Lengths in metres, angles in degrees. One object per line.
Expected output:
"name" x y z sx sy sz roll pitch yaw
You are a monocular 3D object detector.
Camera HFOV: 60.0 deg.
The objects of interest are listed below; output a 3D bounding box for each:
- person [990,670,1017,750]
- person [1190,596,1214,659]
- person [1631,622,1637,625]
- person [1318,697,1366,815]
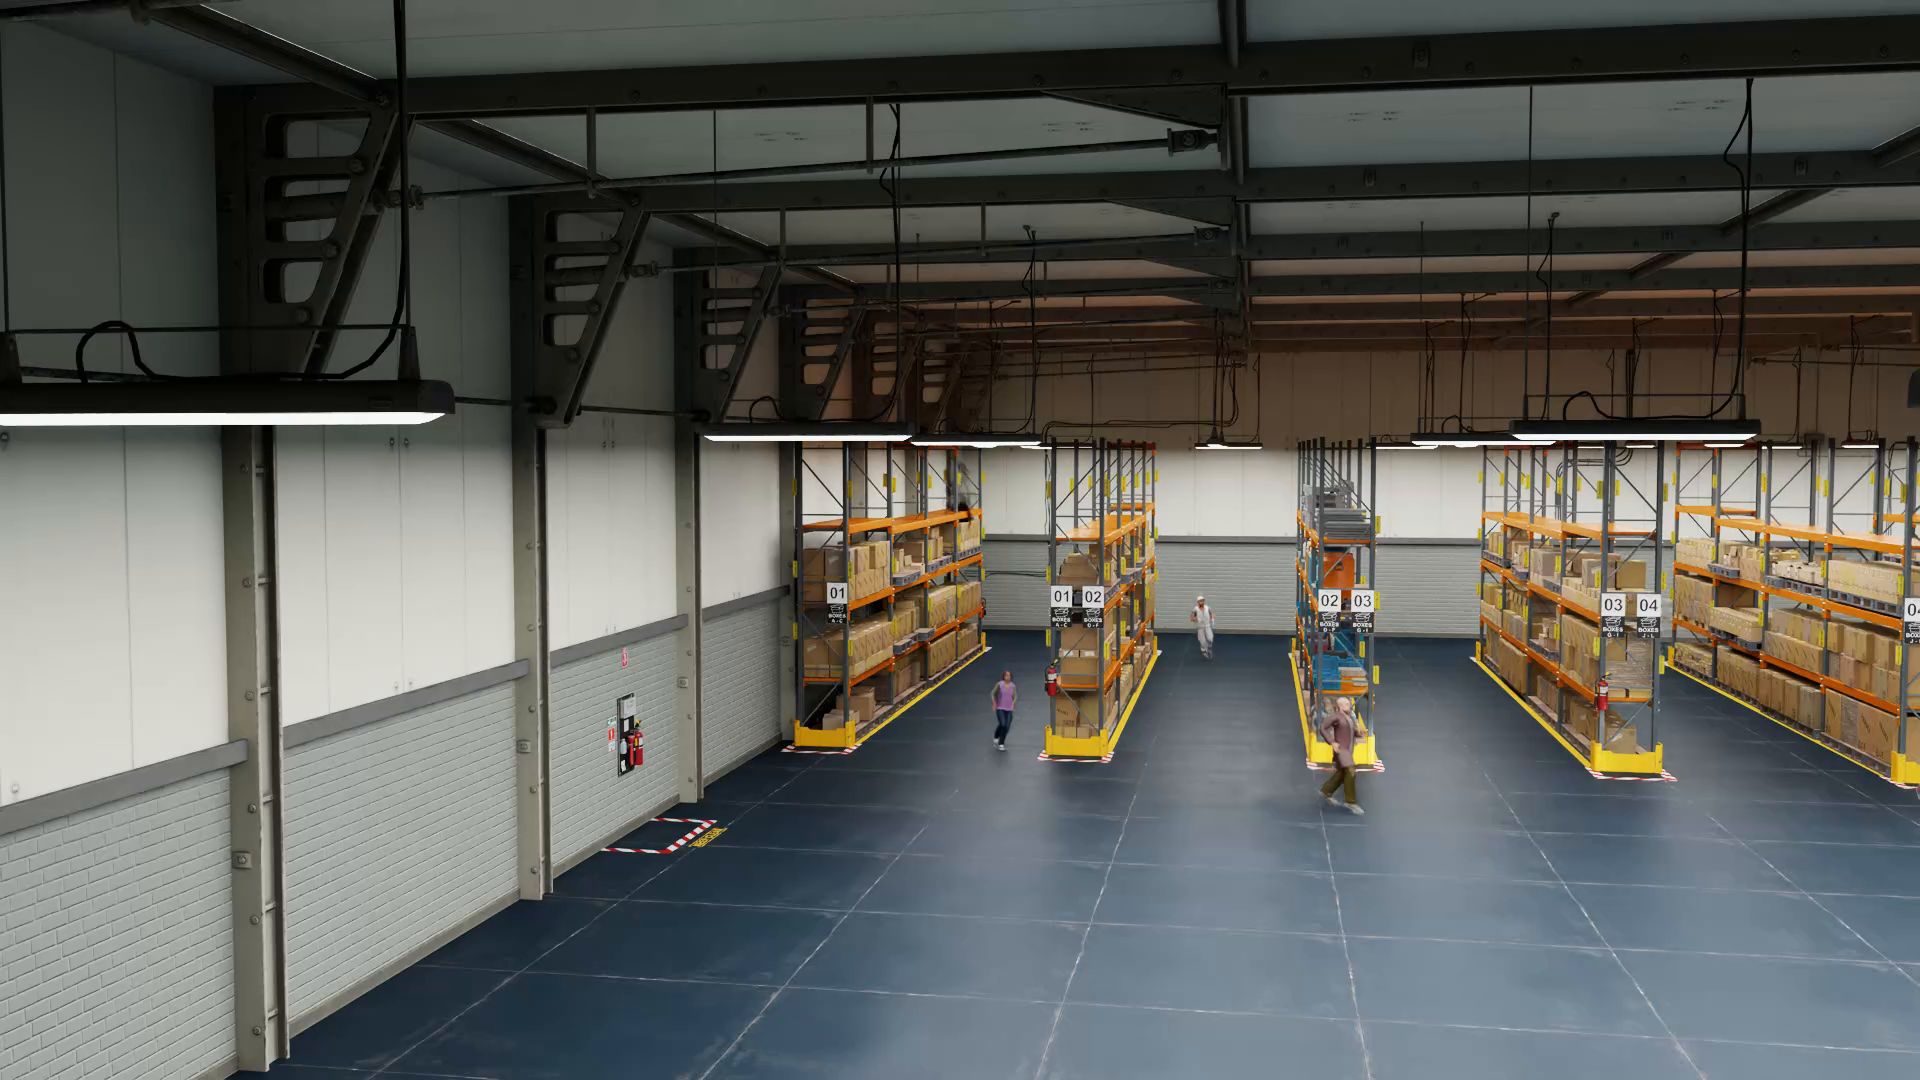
"person" 0.870 3.264 31.851 0.498 1.550 0.525 -1 3 -15
"person" 6.673 2.420 45.764 0.675 1.747 0.581 0 3 -3
"person" 18.306 2.463 45.447 0.593 1.732 0.722 -2 4 -31
"person" 6.102 3.418 26.573 0.877 1.822 0.694 2 4 39
